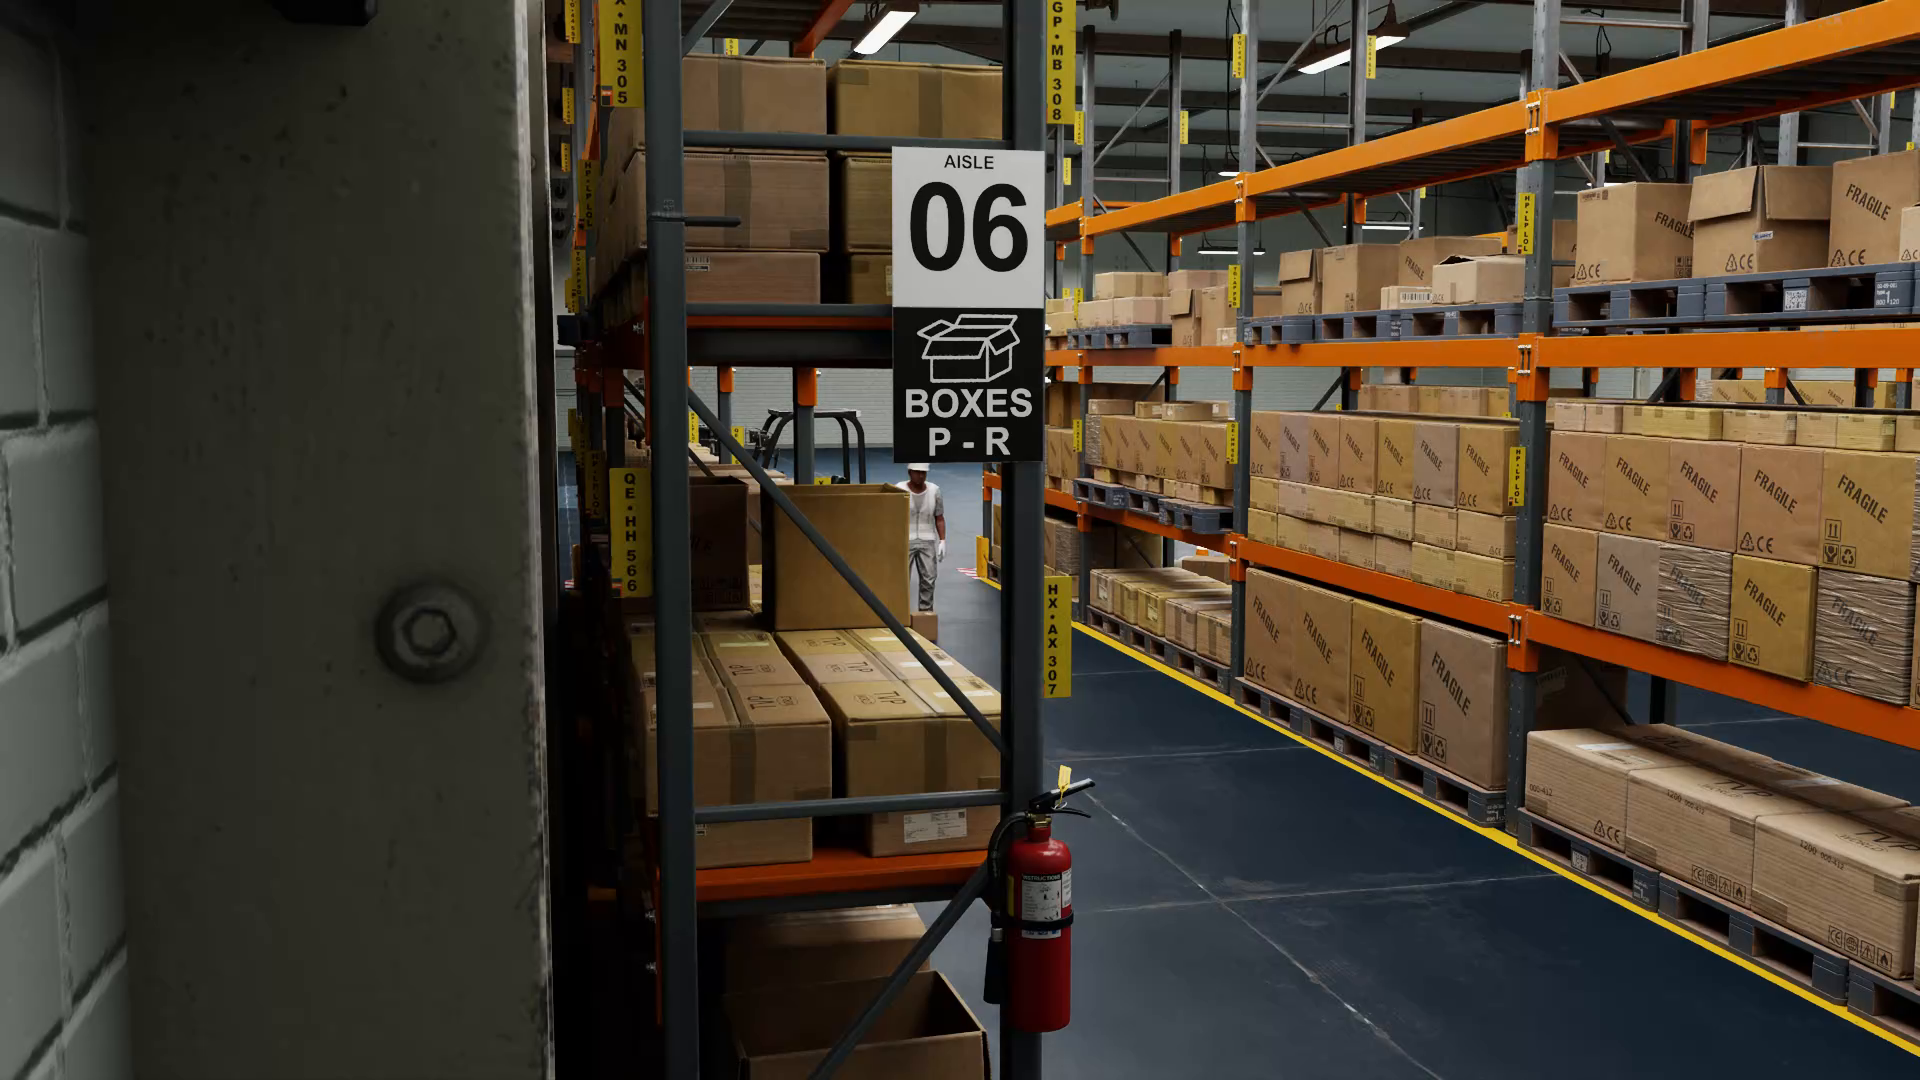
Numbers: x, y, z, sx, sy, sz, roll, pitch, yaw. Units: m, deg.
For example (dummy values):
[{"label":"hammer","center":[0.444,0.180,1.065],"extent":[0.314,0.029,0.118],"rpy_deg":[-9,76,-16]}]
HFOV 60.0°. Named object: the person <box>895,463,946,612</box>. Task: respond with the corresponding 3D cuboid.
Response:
[{"label":"person","center":[-0.438,0.056,16.313],"extent":[0.617,1.775,0.447],"rpy_deg":[-1,6,-14]}]
